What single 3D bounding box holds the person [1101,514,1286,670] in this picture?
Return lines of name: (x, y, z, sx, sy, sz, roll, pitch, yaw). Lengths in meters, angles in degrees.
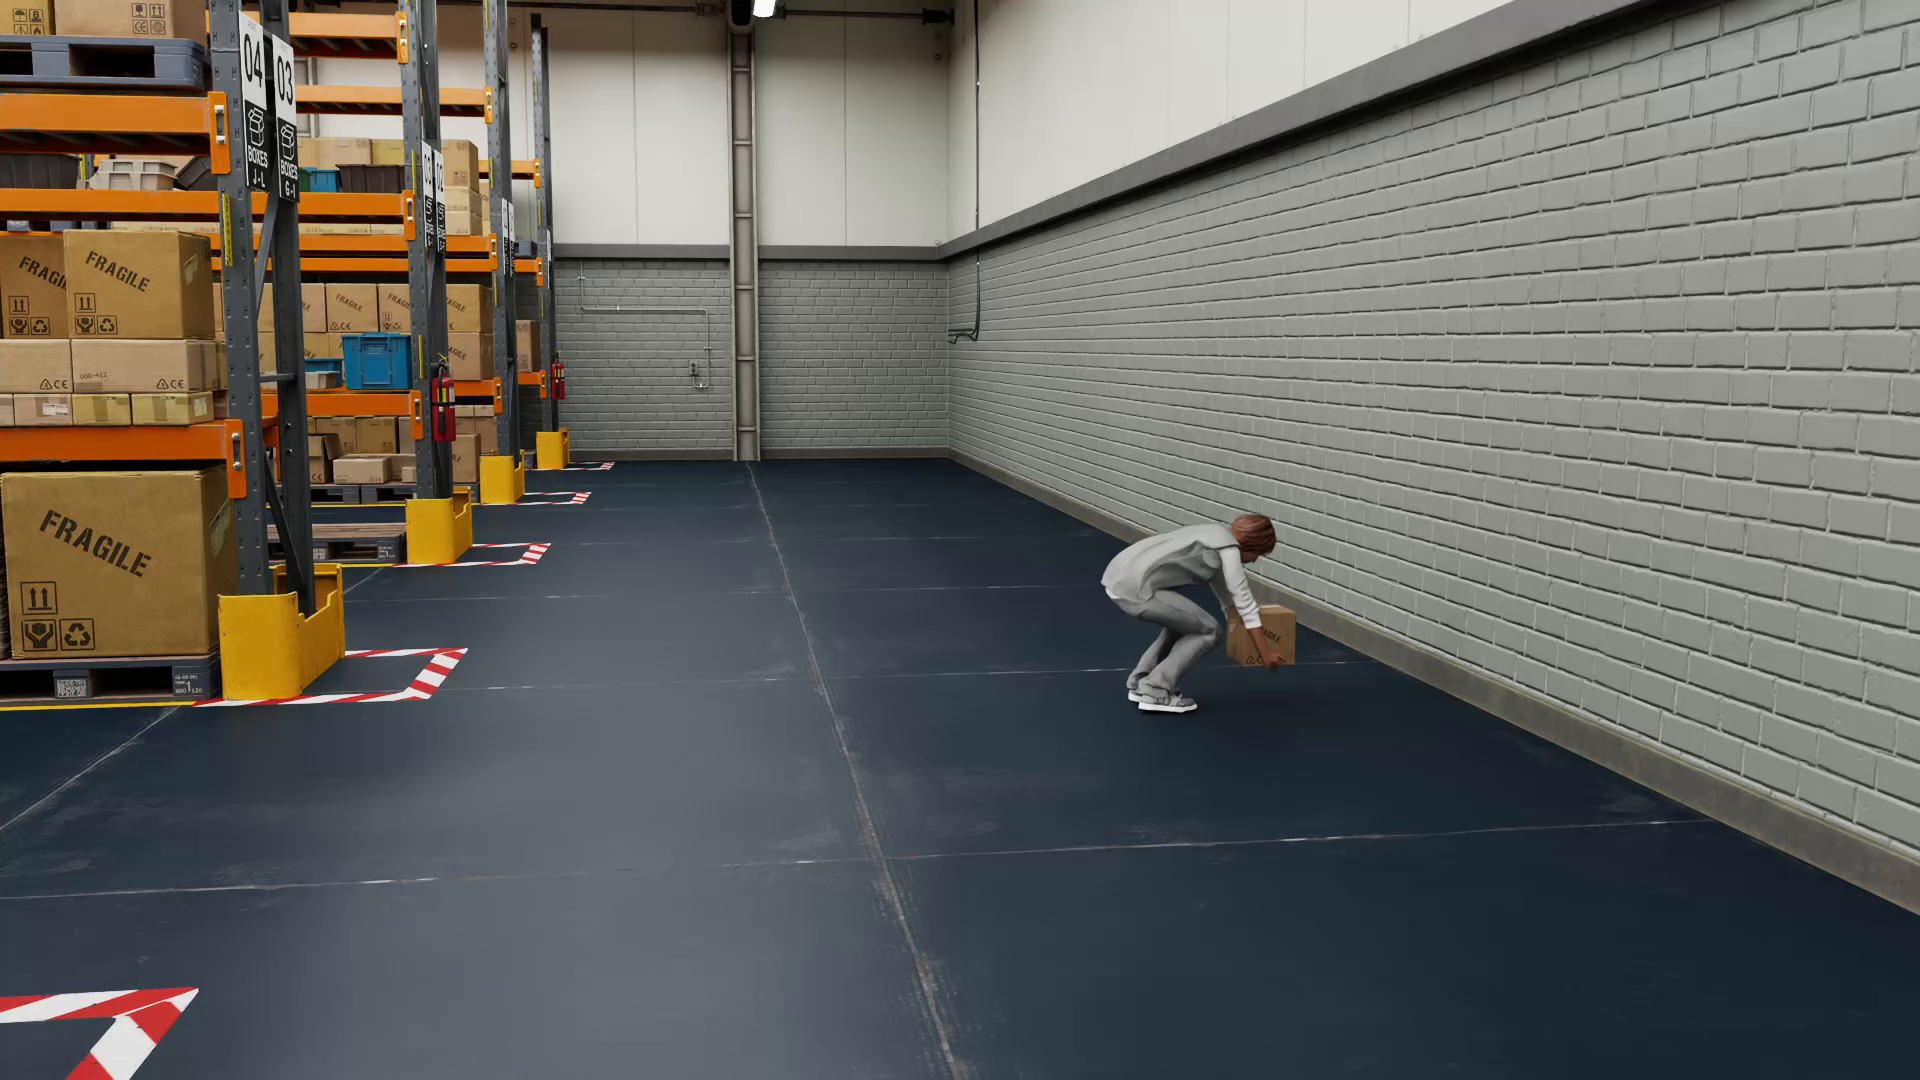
person: (1.069, 0.241, 7.711, 0.851, 0.703, 0.388, -1, 7, -11)
